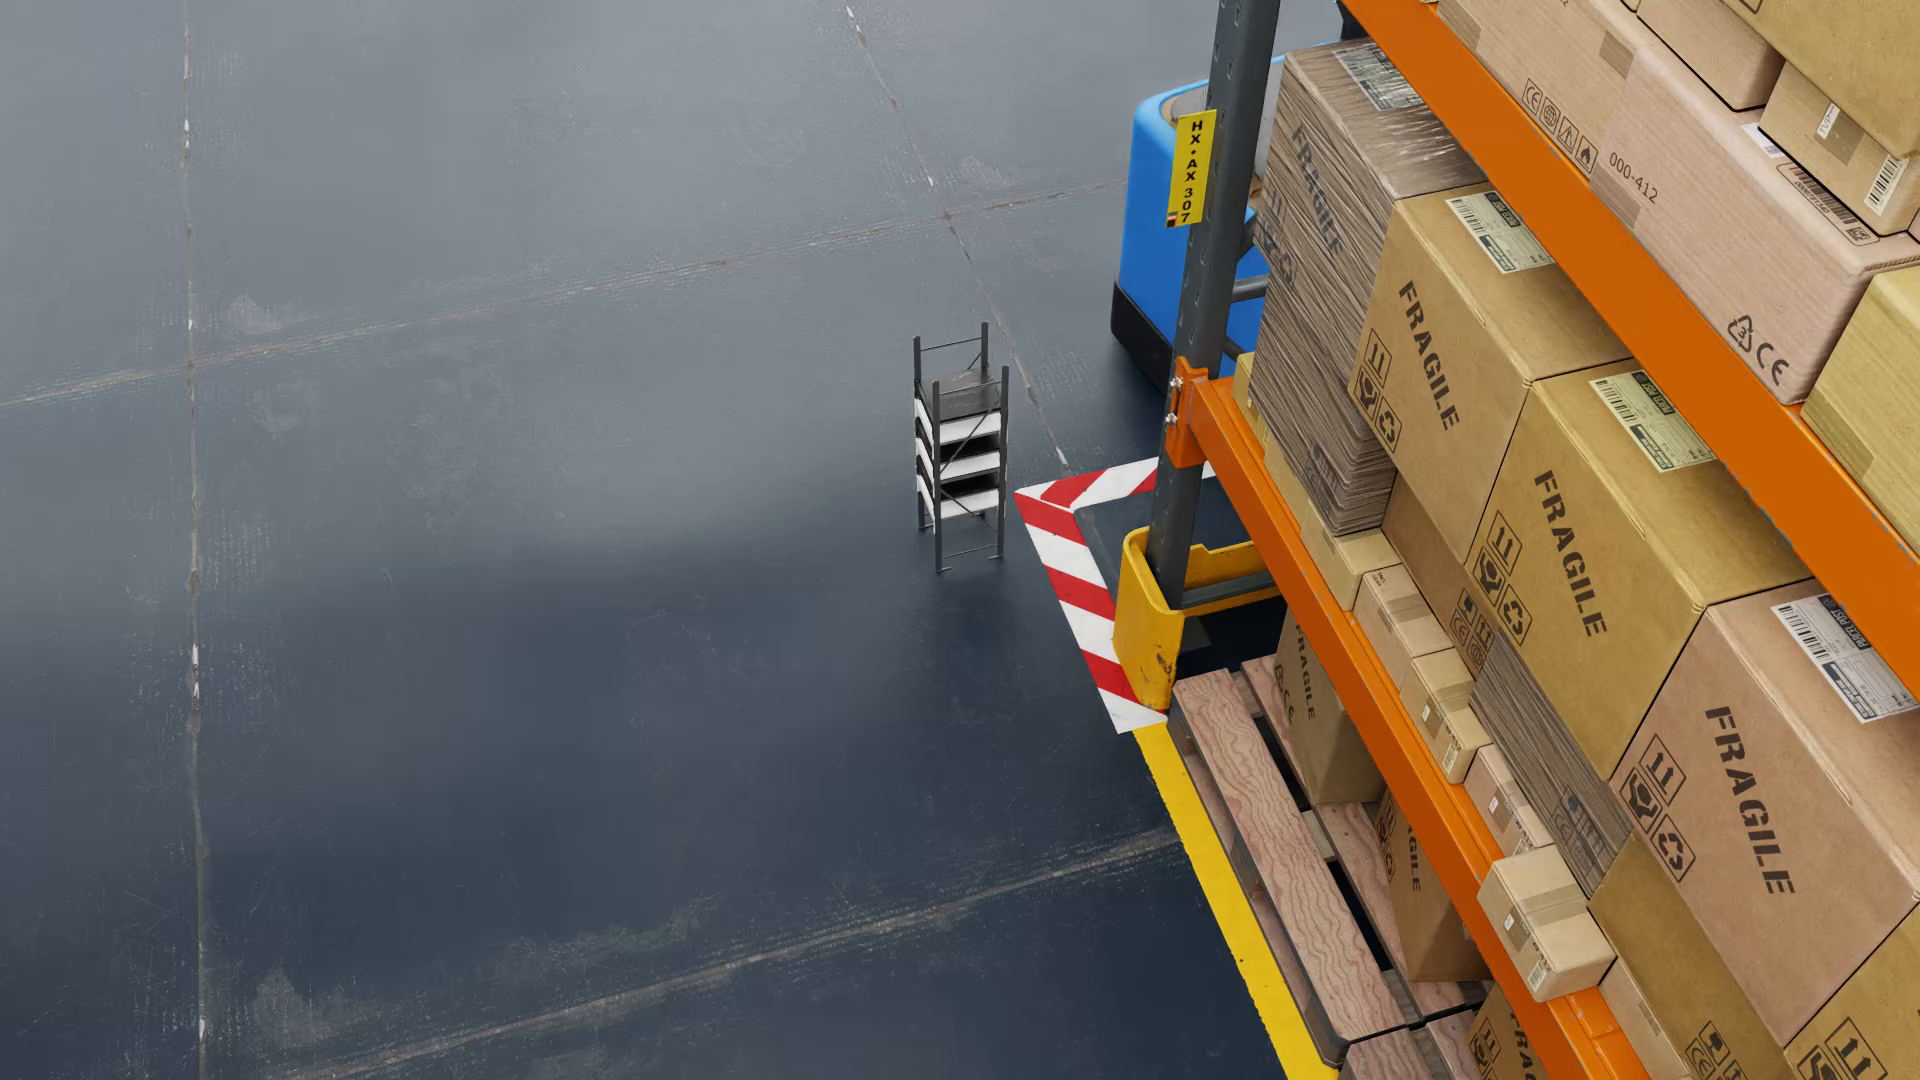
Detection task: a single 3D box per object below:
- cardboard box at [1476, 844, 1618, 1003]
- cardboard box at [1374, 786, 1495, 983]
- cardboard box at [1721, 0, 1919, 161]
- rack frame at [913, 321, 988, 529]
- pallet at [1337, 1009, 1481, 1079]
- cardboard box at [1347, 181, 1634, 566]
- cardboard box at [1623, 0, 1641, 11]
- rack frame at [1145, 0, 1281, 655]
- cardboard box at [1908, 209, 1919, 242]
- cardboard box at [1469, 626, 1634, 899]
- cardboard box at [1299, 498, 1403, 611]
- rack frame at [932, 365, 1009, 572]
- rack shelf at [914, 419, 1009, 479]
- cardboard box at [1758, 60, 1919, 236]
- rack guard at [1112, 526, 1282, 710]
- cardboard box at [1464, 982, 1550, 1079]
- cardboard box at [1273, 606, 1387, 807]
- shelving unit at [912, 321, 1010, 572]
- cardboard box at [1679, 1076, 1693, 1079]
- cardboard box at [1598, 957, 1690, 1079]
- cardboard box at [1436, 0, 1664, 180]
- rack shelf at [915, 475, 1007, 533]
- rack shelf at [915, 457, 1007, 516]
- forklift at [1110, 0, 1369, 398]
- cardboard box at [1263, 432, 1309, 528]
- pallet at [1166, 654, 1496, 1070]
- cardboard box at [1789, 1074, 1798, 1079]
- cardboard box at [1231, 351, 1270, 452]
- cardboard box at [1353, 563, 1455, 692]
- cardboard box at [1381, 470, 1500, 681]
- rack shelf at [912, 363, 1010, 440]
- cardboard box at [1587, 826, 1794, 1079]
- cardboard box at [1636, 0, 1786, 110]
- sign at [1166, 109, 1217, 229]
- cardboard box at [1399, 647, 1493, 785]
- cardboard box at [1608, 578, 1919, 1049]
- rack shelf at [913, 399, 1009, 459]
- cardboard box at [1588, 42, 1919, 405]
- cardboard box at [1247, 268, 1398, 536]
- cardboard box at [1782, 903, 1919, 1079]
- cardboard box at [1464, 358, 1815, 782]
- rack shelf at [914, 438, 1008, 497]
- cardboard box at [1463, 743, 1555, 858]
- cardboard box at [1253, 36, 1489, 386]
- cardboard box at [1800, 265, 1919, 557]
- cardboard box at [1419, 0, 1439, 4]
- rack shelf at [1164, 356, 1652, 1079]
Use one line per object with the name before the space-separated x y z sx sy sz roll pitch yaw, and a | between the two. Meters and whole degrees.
cardboard box | 1.278 0.736 3.332 0.380 0.149 0.250 -13 51 -11
cardboard box | 1.449 0.834 4.445 0.500 0.500 0.500 -2 50 -1
cardboard box | 1.252 -0.836 1.944 0.500 0.500 0.500 -14 51 -11
rack frame | -0.028 -0.358 5.464 0.240 0.900 0.006 -13 51 -11
pallet | 1.657 1.720 4.162 1.003 0.211 1.213 -13 51 -11
cardboard box | 1.114 -0.345 3.165 0.500 0.500 0.500 -13 51 -11
cardboard box | 1.121 -0.936 2.452 0.380 0.149 0.250 -11 51 -10
rack frame | 1.071 -0.725 4.399 1.000 3.000 0.127 -13 51 -11
cardboard box | 1.402 -0.389 1.992 0.380 0.149 0.250 -14 51 -11
cardboard box | 1.576 0.268 3.302 0.875 0.500 0.500 -13 51 -11
cardboard box | 1.043 -0.009 3.960 0.380 0.149 0.250 -13 51 -11
rack frame | 0.032 -0.210 5.338 0.240 0.900 0.006 -13 51 -11
rack shelf | 0.002 -0.321 5.358 0.258 0.077 0.200 -13 51 -11
cardboard box | 1.284 -0.561 2.136 0.380 0.149 0.250 -15 52 -13
rack guard | 1.093 0.136 5.308 1.175 0.500 0.348 -13 51 -11
cardboard box | 1.616 1.296 4.056 0.500 0.500 0.500 -9 50 -8
cardboard box | 1.240 0.405 4.807 0.500 0.500 0.500 -5 50 -4
shelving unit | 0.002 -0.284 5.401 0.258 0.900 0.210 -13 51 -11
cardboard box | 1.480 1.088 3.035 0.380 0.149 0.250 -13 51 -11
cardboard box | 1.479 0.888 3.204 0.380 0.149 0.250 -13 51 -11
cardboard box | 1.125 -0.858 2.647 0.500 0.250 0.500 -14 51 -12
rack shelf | 0.002 -0.147 5.564 0.258 0.077 0.200 -13 51 -11
rack shelf | 0.002 -0.205 5.495 0.258 0.077 0.200 -13 51 -11
forklift | 2.124 -1.915 5.447 3.031 2.935 1.130 -21 53 -17
cardboard box | 0.983 -0.195 4.117 0.380 0.149 0.250 -13 51 -11
pallet | 1.300 0.831 4.912 1.003 0.211 1.213 -13 51 -11
cardboard box | 1.822 1.010 2.676 0.875 0.500 0.500 -13 51 -11
cardboard box | 0.928 -0.382 4.274 0.380 0.149 0.250 -13 51 -11
cardboard box | 1.136 0.169 3.810 0.380 0.149 0.250 -13 51 -11
cardboard box | 1.470 -0.107 3.618 0.875 0.500 0.500 -13 51 -11
rack shelf | 0.002 -0.437 5.220 0.258 0.077 0.200 -13 51 -11
cardboard box | 1.713 0.636 2.992 0.875 0.500 0.500 -13 51 -11
cardboard box | 1.189 -0.757 2.302 0.380 0.149 0.250 -13 51 -11
sign | 0.553 -0.881 3.965 0.100 0.325 0.005 -13 51 -11
cardboard box | 1.204 0.353 3.655 0.380 0.149 0.250 -13 51 -11
cardboard box | 1.417 0.384 2.551 0.500 0.500 0.500 -13 51 -11
rack shelf | 0.002 -0.379 5.289 0.258 0.077 0.200 -13 51 -11
cardboard box | 1.268 -0.495 2.342 0.500 0.250 0.500 -13 51 -11
cardboard box | 1.207 -0.445 3.903 0.875 0.500 0.500 -13 51 -11
cardboard box | 1.562 0.749 2.242 0.500 0.500 0.500 -13 51 -11
cardboard box | 1.264 0.020 2.858 0.500 0.500 0.500 -13 51 -11
rack shelf | 0.002 -0.263 5.426 0.258 0.077 0.200 -13 51 -11
cardboard box | 1.304 0.530 3.506 0.380 0.149 0.250 -13 51 -11
cardboard box | 0.973 -0.712 3.474 0.500 0.500 0.500 -13 51 -11
cardboard box | 1.426 -0.116 2.022 0.500 0.250 0.500 -12 51 -10
cardboard box | 0.967 -1.233 2.964 0.500 0.250 0.500 -12 51 -10
rack shelf | 1.662 0.968 3.443 1.077 0.370 4.000 -13 51 -11
